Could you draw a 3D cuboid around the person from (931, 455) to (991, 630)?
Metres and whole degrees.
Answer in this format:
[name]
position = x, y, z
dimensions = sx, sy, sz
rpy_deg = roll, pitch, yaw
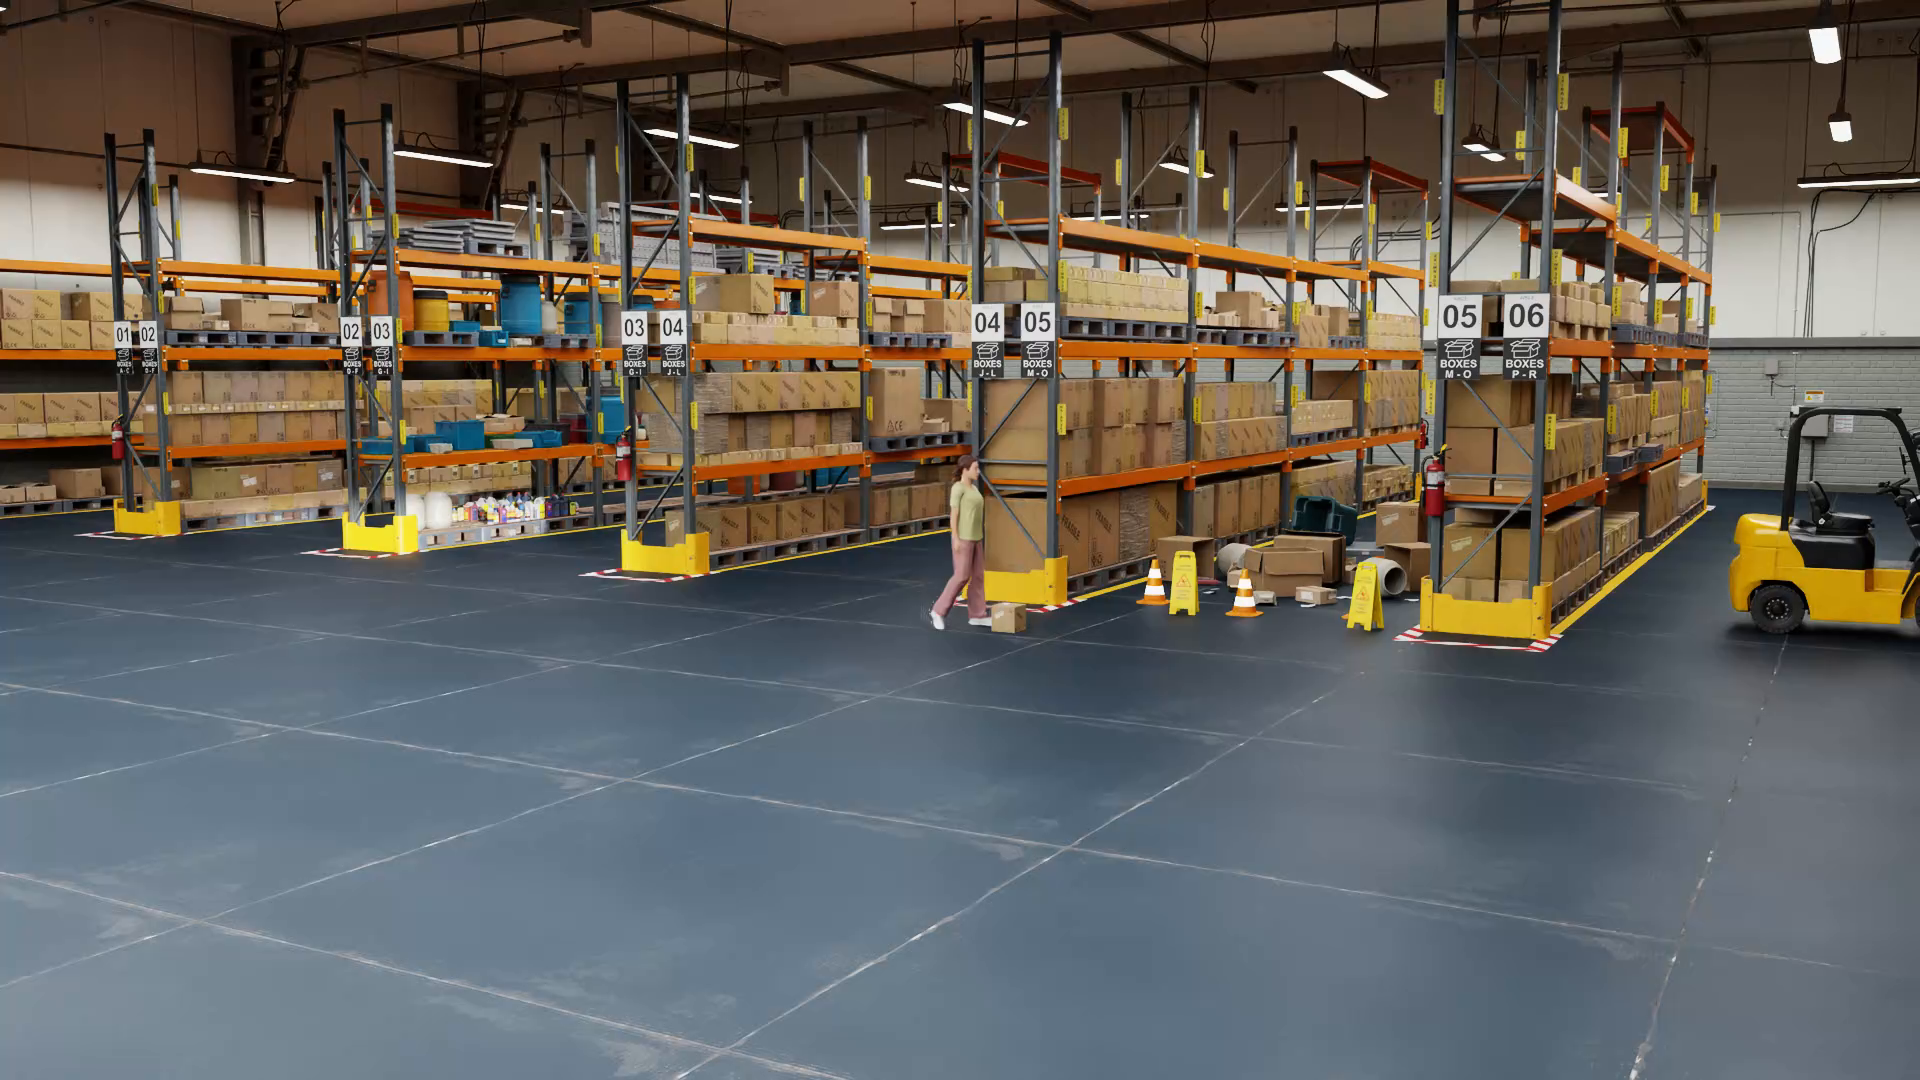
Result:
[person]
position = 0.033, 0.034, 16.150
dimensions = 0.584, 1.678, 0.585
rpy_deg = 3, 7, 28
